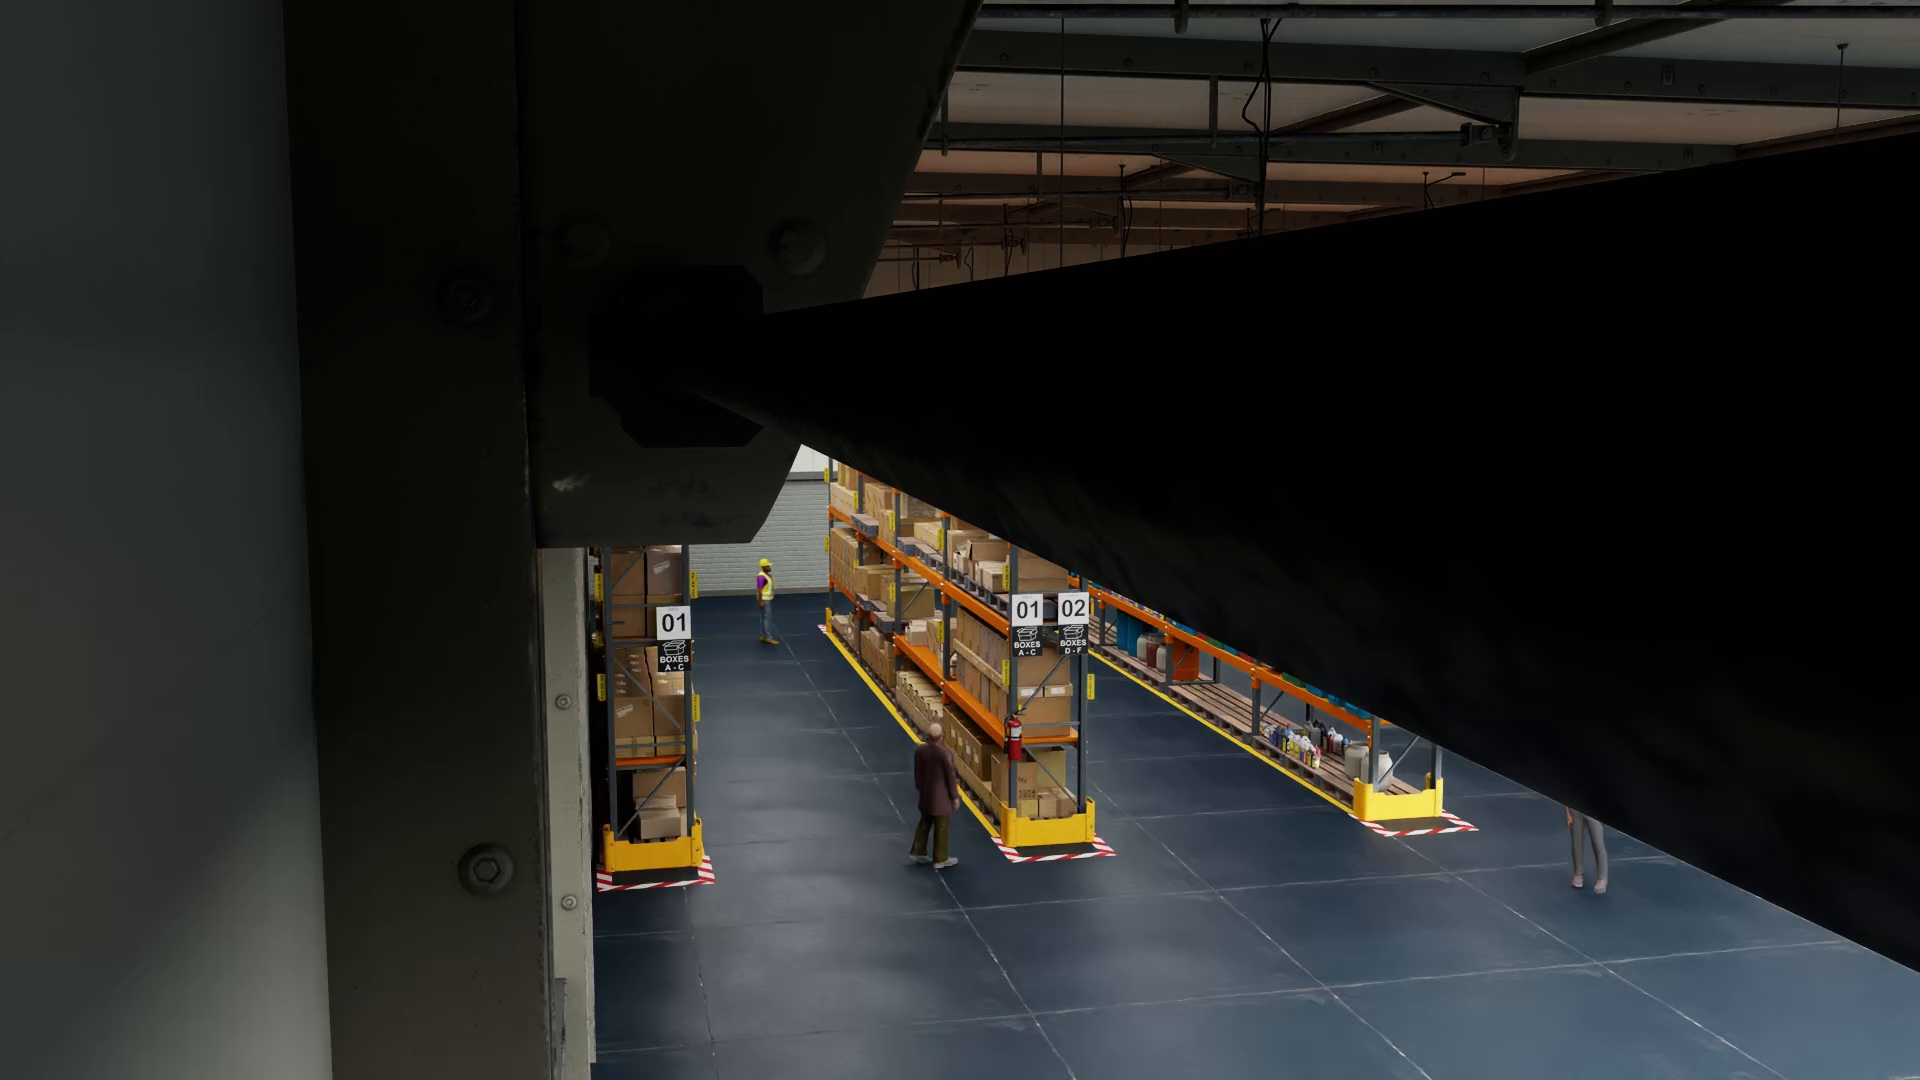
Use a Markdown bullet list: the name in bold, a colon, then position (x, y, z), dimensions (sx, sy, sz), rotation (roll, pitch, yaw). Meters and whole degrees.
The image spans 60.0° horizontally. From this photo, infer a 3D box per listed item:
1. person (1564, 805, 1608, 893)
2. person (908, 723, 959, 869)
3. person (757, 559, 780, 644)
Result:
- **person**: position (7.287, 3.219, 19.382), dimensions (0.549, 1.682, 0.388), rotation (4, 8, 29)
- **person**: position (-0.267, 3.092, 20.114), dimensions (0.478, 1.821, 0.638), rotation (-6, 9, -41)
- **person**: position (-4.035, 1.283, 35.203), dimensions (0.528, 1.788, 0.615), rotation (1, 7, 9)
